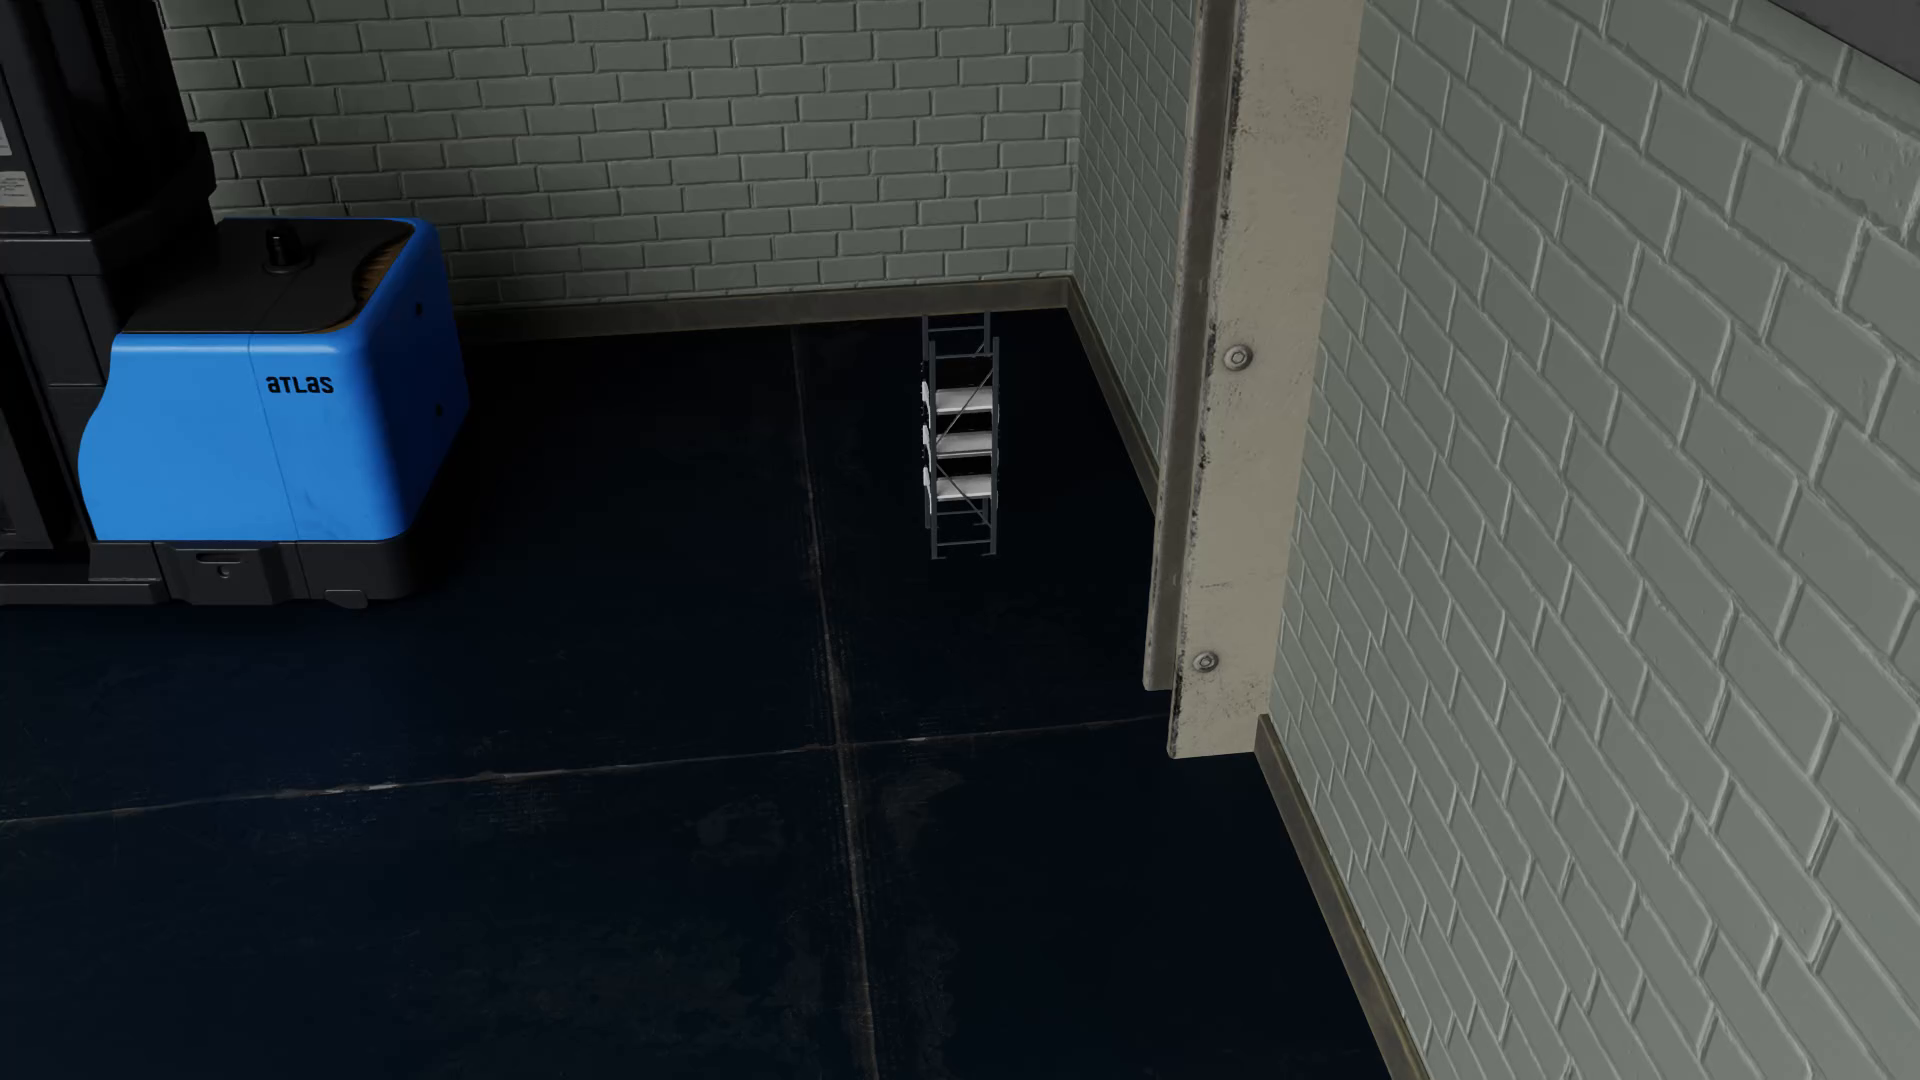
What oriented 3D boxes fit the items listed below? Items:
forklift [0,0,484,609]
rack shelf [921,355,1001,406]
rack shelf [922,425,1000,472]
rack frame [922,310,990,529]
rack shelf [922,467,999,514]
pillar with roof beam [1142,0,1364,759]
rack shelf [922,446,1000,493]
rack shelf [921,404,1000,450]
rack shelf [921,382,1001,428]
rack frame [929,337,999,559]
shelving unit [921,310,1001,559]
[{"bbox_3d":[-3.405,-1.241,5.469,3.031,2.935,1.130,0,34,0],"label":"forklift"},{"bbox_3d":[0.001,-0.563,5.857,0.258,0.077,0.200,-4,35,-6],"label":"rack shelf"},{"bbox_3d":[0.001,-0.340,6.009,0.258,0.077,0.200,-4,35,-6],"label":"rack shelf"},{"bbox_3d":[-0.013,-0.424,6.073,0.240,0.900,0.006,-4,35,-6],"label":"rack frame"},{"bbox_3d":[0.001,-0.191,6.110,0.258,0.077,0.200,-4,35,-6],"label":"rack shelf"},{"bbox_3d":[-3.477,-2.826,2.405,9.100,9.000,0.400,-4,35,-6],"label":"pillar with roof beam"},{"bbox_3d":[0.001,-0.265,6.059,0.258,0.077,0.200,-4,35,-6],"label":"rack shelf"},{"bbox_3d":[0.001,-0.414,5.958,0.258,0.077,0.200,-4,35,-6],"label":"rack shelf"},{"bbox_3d":[0.001,-0.489,5.907,0.258,0.077,0.200,-4,35,-6],"label":"rack shelf"},{"bbox_3d":[0.015,-0.311,5.907,0.240,0.900,0.006,-4,35,-6],"label":"rack frame"},{"bbox_3d":[0.001,-0.367,5.990,0.258,0.900,0.210,-4,35,-6],"label":"shelving unit"}]
